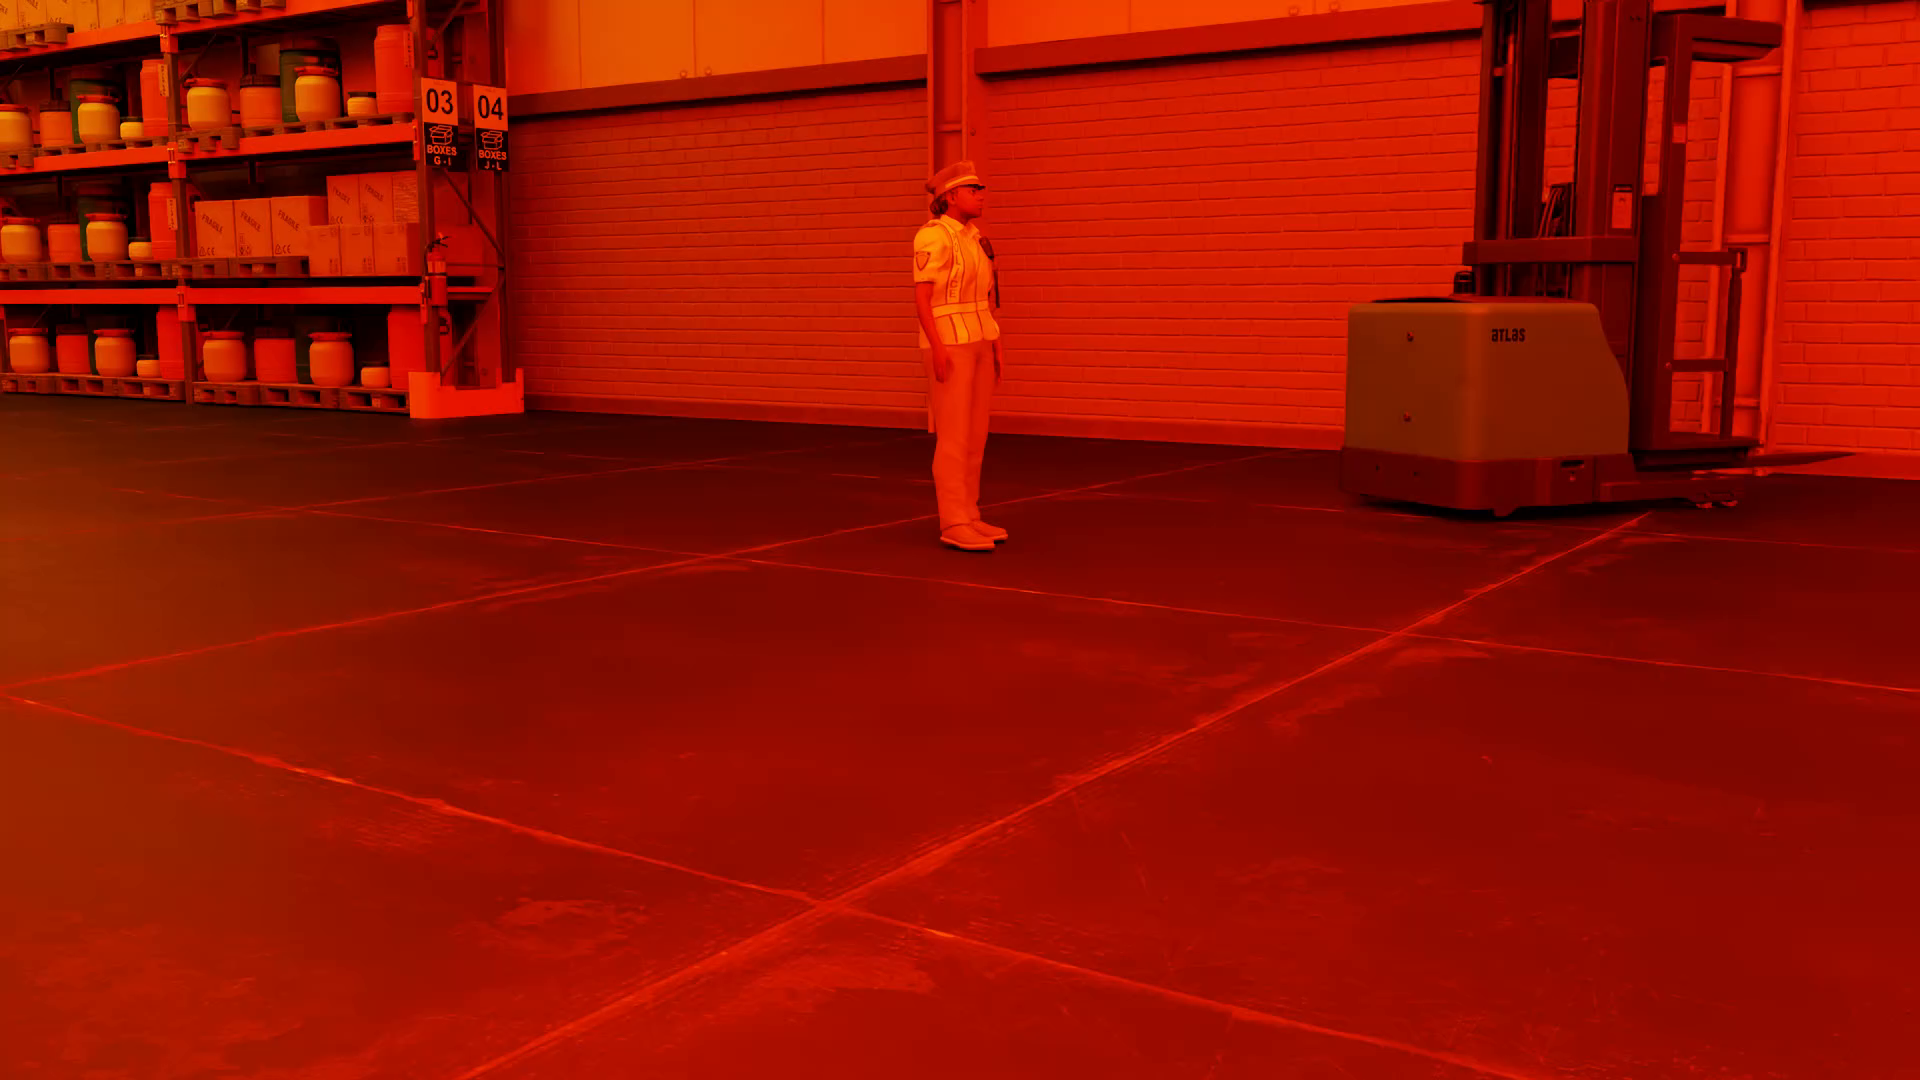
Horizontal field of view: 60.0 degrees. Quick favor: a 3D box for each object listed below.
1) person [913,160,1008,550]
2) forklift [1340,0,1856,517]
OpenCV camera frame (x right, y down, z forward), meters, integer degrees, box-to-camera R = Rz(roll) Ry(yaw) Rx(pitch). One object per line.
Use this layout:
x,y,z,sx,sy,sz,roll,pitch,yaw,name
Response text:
0.052,-0.838,7.426,0.528,1.697,0.570,5,10,34,person
3.611,-1.678,8.994,3.031,2.935,1.130,-4,9,-25,forklift
